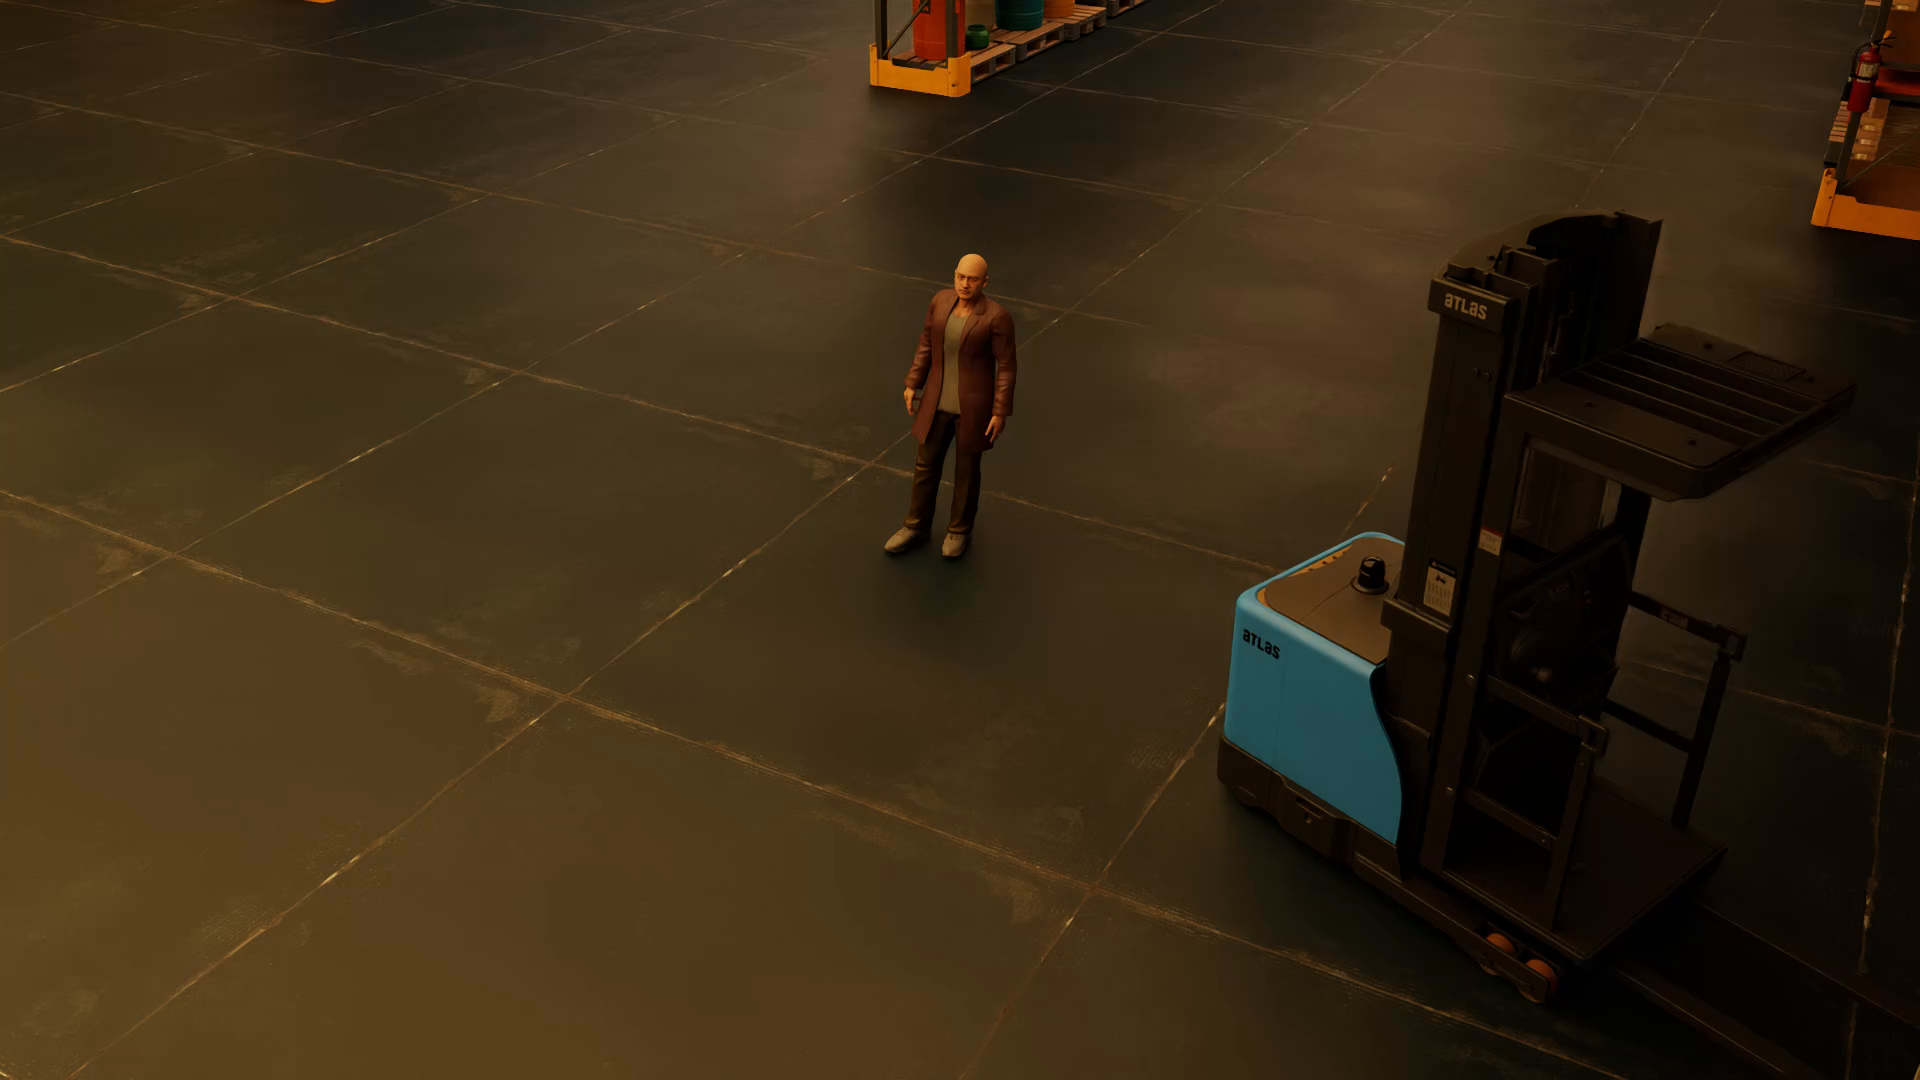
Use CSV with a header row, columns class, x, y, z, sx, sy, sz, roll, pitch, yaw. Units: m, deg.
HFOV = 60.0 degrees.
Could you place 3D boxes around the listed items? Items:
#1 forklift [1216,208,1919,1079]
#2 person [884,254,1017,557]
class,x,y,z,sx,sy,sz,roll,pitch,yaw
forklift,2.547,0.319,6.517,1.130,2.935,3.031,-22,37,-33
person,-0.048,-0.737,9.487,0.698,1.777,0.579,15,33,25
